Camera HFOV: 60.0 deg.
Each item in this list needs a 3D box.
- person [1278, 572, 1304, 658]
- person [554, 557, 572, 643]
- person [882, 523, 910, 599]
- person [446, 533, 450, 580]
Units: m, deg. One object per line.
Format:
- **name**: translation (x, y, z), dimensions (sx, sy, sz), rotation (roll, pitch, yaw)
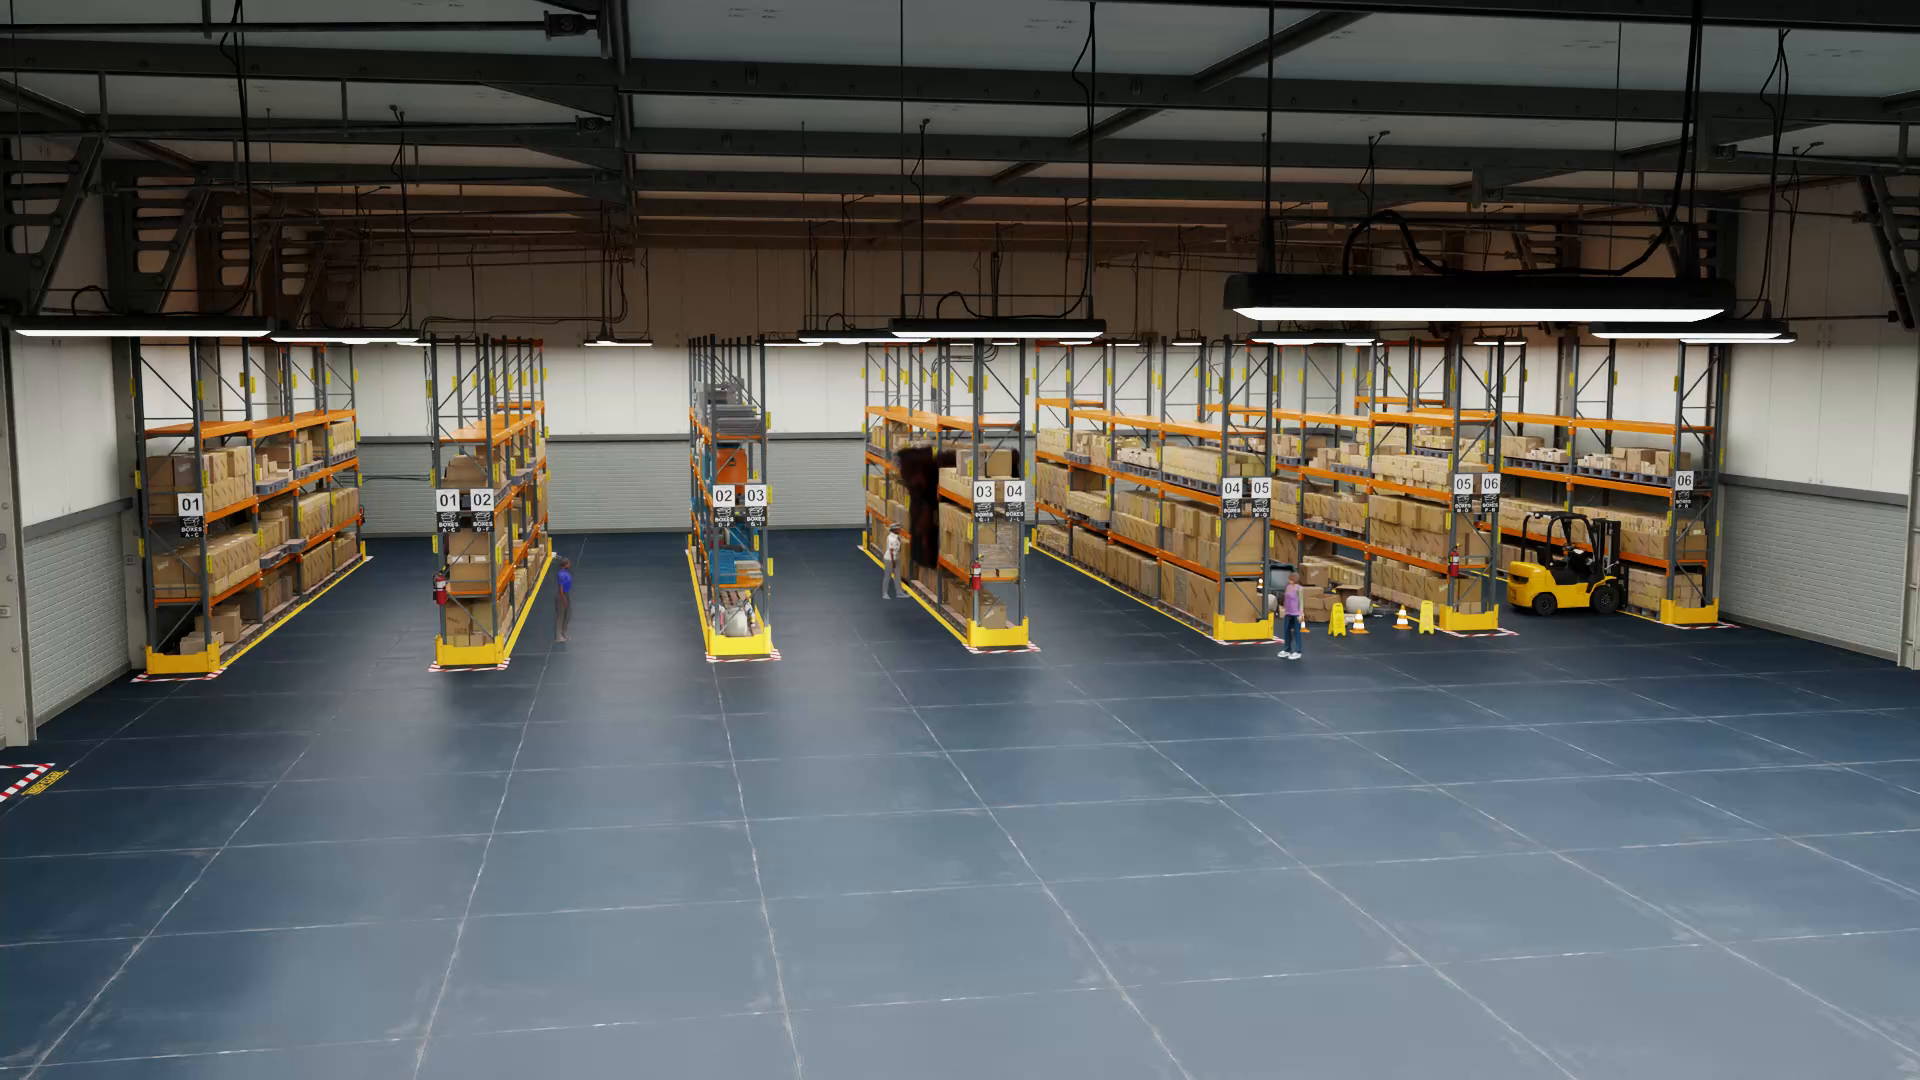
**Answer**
- **person**: translation (6.157, 1.387, 30.855), dimensions (0.376, 1.600, 0.474), rotation (-5, 8, -39)
- **person**: translation (-7.794, 1.165, 32.686), dimensions (0.375, 1.673, 0.466), rotation (1, 7, 12)
- **person**: translation (-1.426, 0.454, 36.271), dimensions (0.567, 1.663, 0.489), rotation (2, 7, 21)
- **person**: translation (-12.470, 0.131, 41.058), dimensions (0.446, 1.774, 0.642), rotation (-2, 7, -15)
